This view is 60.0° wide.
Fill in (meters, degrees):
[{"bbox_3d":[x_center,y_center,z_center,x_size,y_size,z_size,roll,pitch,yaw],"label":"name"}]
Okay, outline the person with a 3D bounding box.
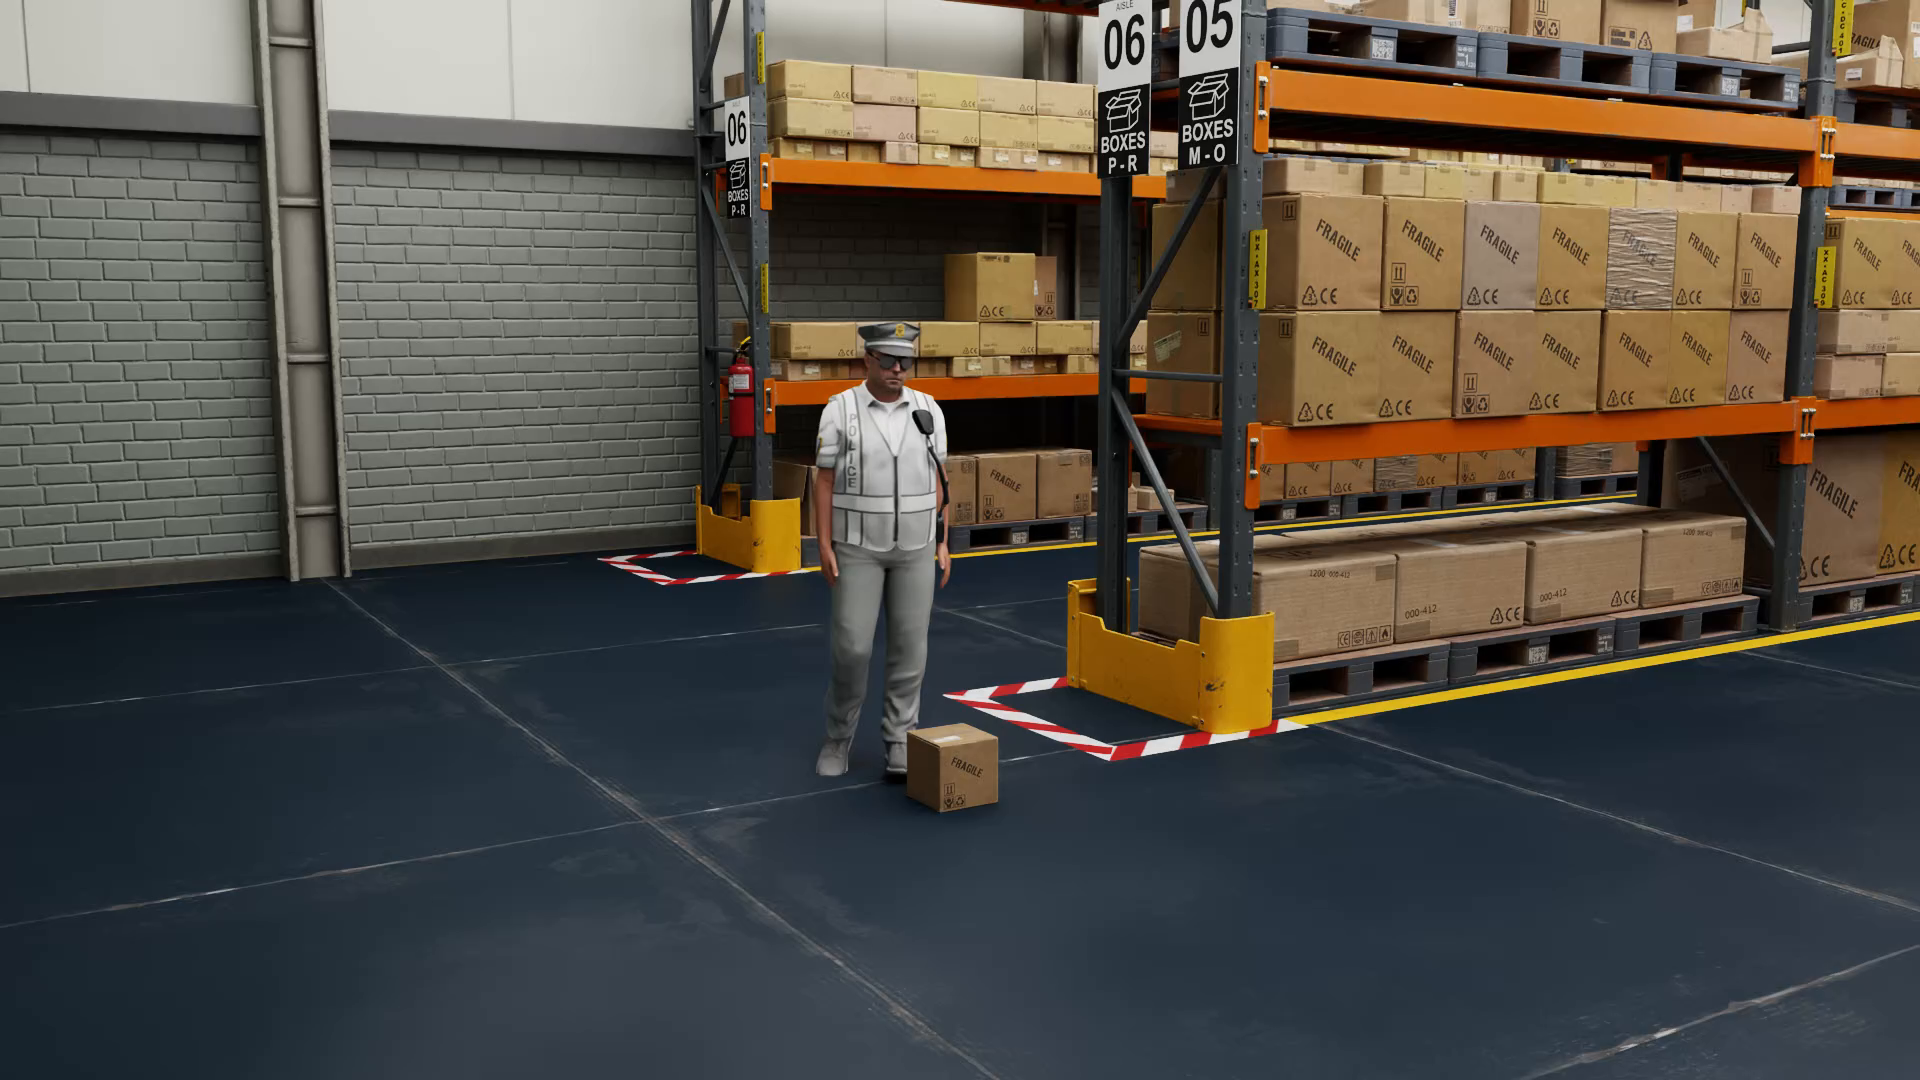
[{"bbox_3d":[-0.291,0.058,6.490,0.567,1.809,0.444,-2,8,-17],"label":"person"}]
